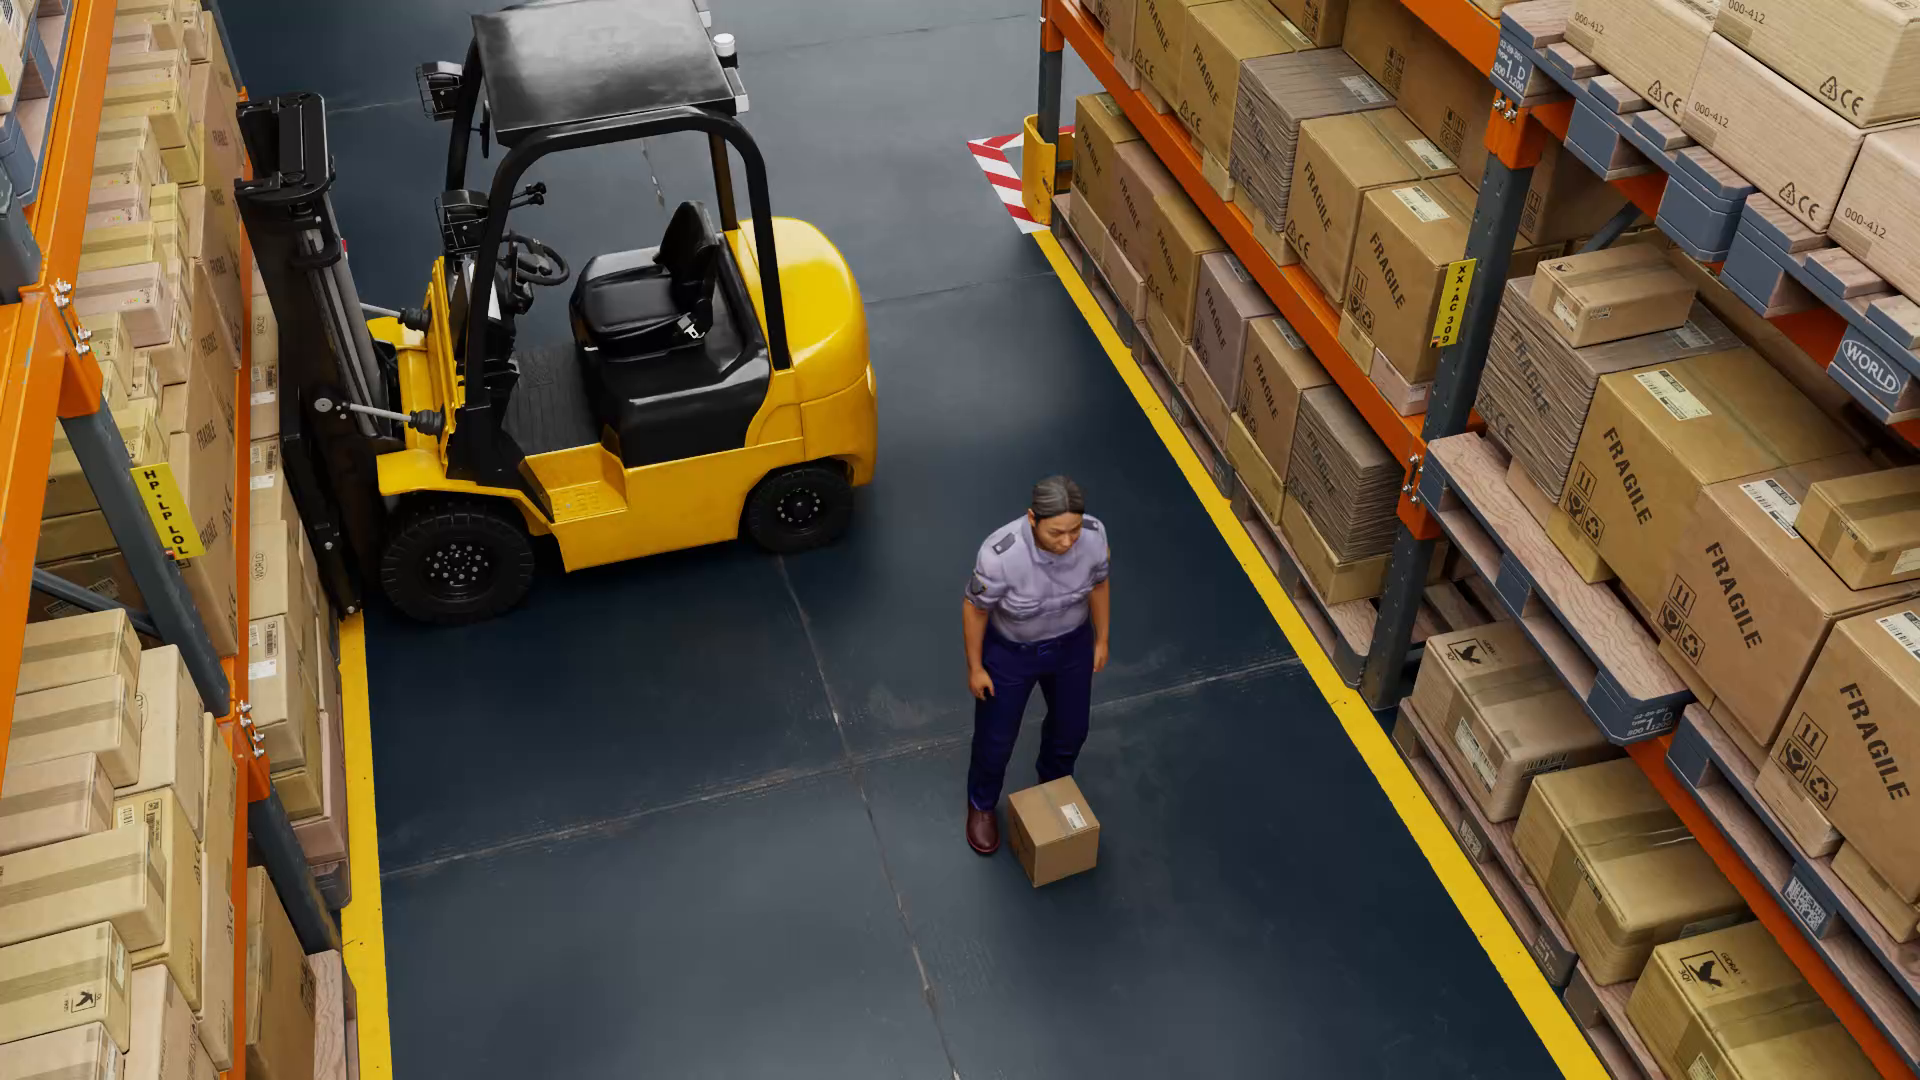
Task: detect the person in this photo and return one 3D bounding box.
[{"bbox_3d":[0.258,0.390,5.740,0.546,1.651,0.367,-12,44,-13],"label":"person"}]
